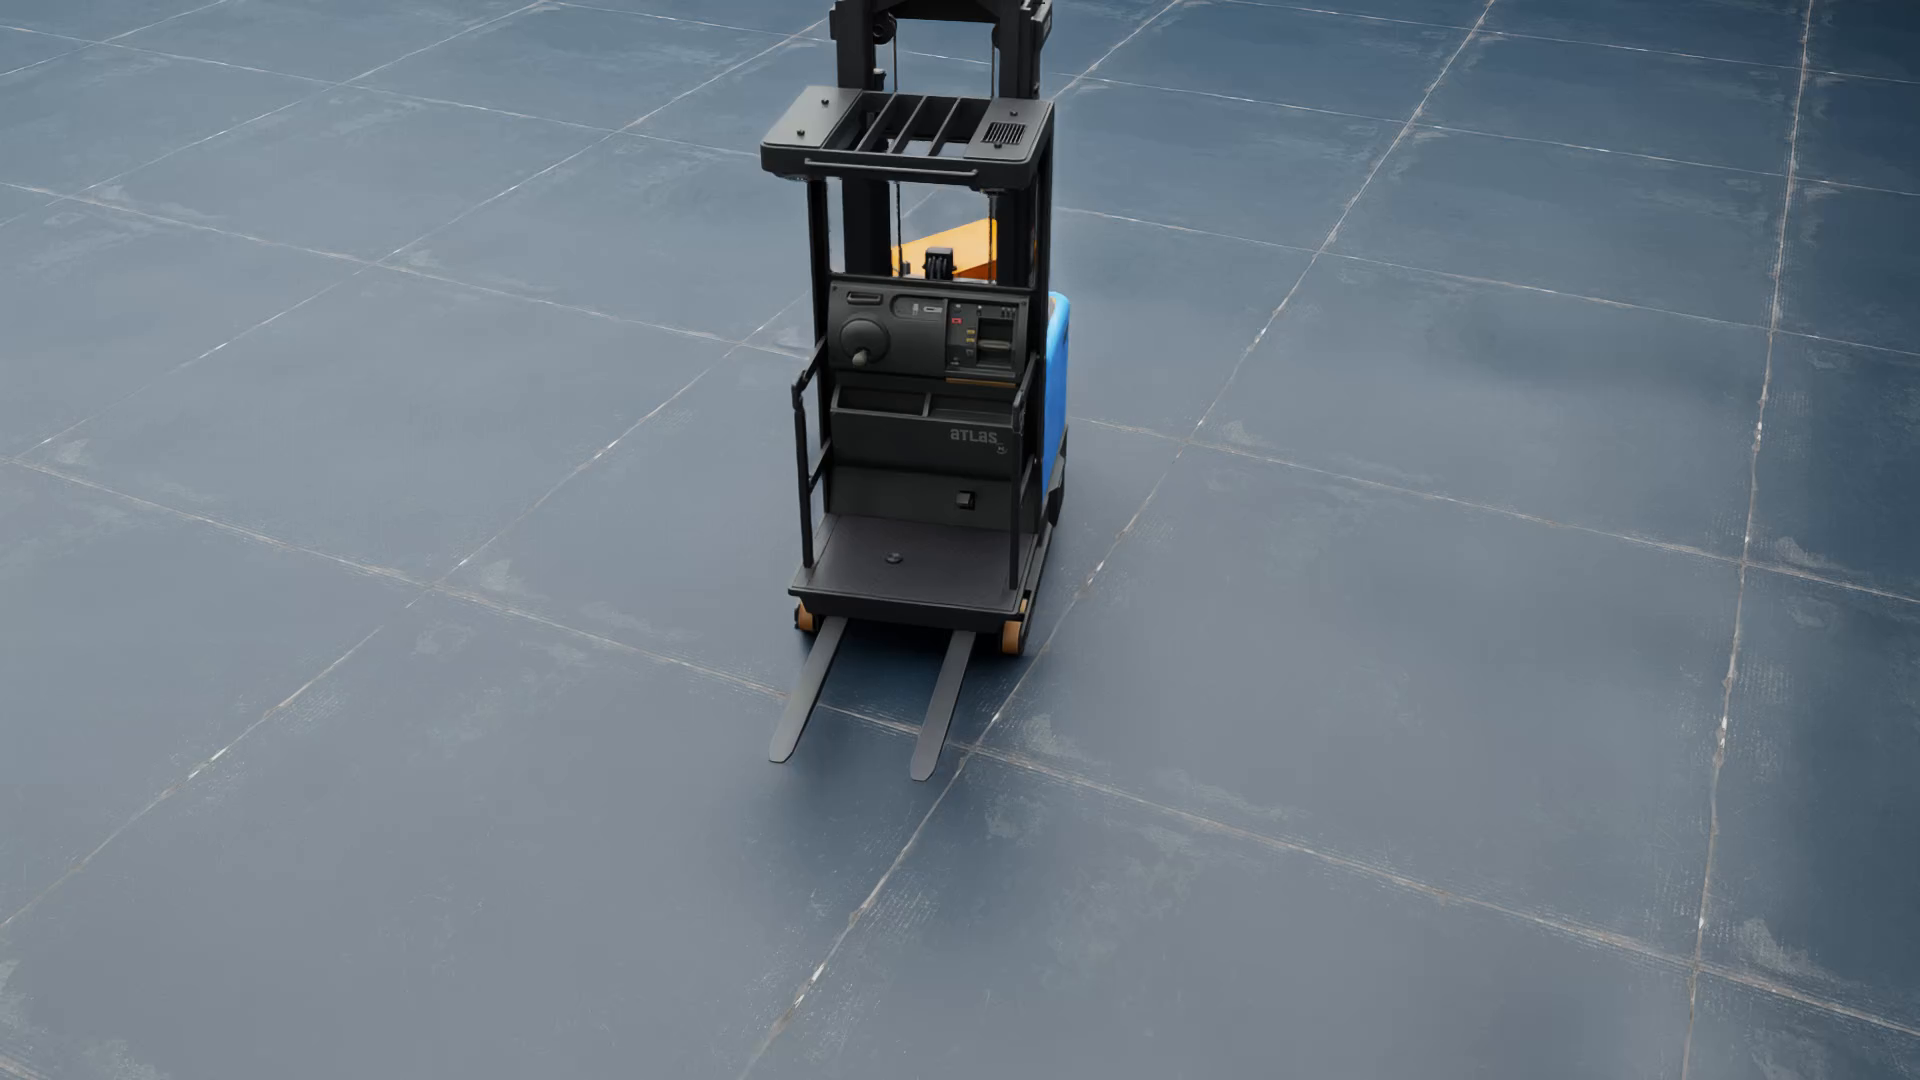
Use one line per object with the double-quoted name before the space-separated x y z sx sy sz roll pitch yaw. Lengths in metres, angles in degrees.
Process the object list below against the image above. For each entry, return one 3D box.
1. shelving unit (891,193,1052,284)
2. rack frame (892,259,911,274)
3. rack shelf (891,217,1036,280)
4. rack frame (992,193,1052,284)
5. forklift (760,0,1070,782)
"shelving unit" -0.038 -1.311 9.723 1.048 1.125 0.538 -24 40 -32
"rack frame" -0.432 -1.135 9.455 0.032 1.125 0.500 -24 40 -32
"rack shelf" -0.038 -1.555 9.562 1.000 0.278 0.538 -24 40 -32
"rack frame" 0.357 -1.486 9.991 0.032 1.125 0.500 -24 40 -32
"forklift" -0.186 -0.898 7.447 1.130 2.935 3.031 6 34 9
